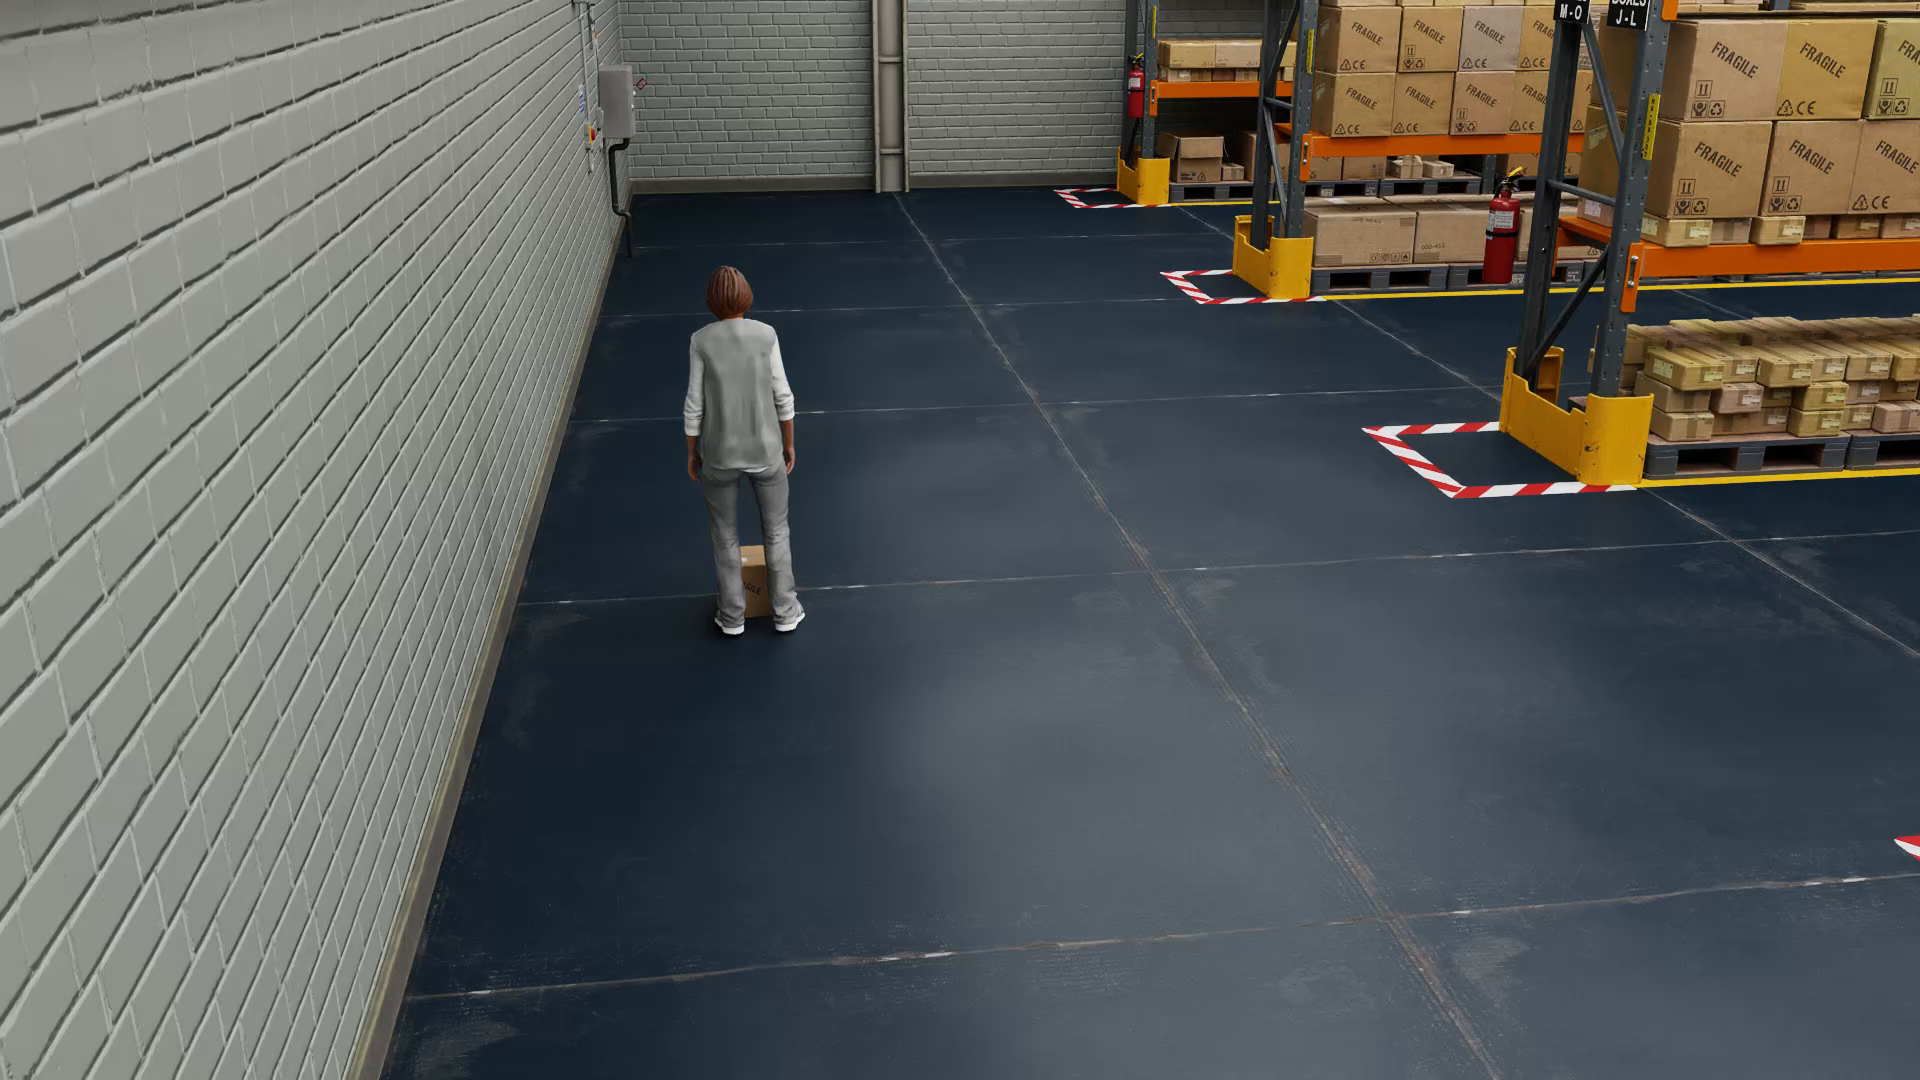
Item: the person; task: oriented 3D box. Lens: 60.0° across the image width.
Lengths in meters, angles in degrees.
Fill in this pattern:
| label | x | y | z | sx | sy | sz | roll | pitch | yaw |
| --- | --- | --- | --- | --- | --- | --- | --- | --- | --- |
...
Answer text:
| label | x | y | z | sx | sy | sz | roll | pitch | yaw |
| --- | --- | --- | --- | --- | --- | --- | --- | --- | --- |
| person | -0.921 | -0.358 | 7.059 | 0.485 | 1.593 | 0.346 | -4 | 21 | -11 |
